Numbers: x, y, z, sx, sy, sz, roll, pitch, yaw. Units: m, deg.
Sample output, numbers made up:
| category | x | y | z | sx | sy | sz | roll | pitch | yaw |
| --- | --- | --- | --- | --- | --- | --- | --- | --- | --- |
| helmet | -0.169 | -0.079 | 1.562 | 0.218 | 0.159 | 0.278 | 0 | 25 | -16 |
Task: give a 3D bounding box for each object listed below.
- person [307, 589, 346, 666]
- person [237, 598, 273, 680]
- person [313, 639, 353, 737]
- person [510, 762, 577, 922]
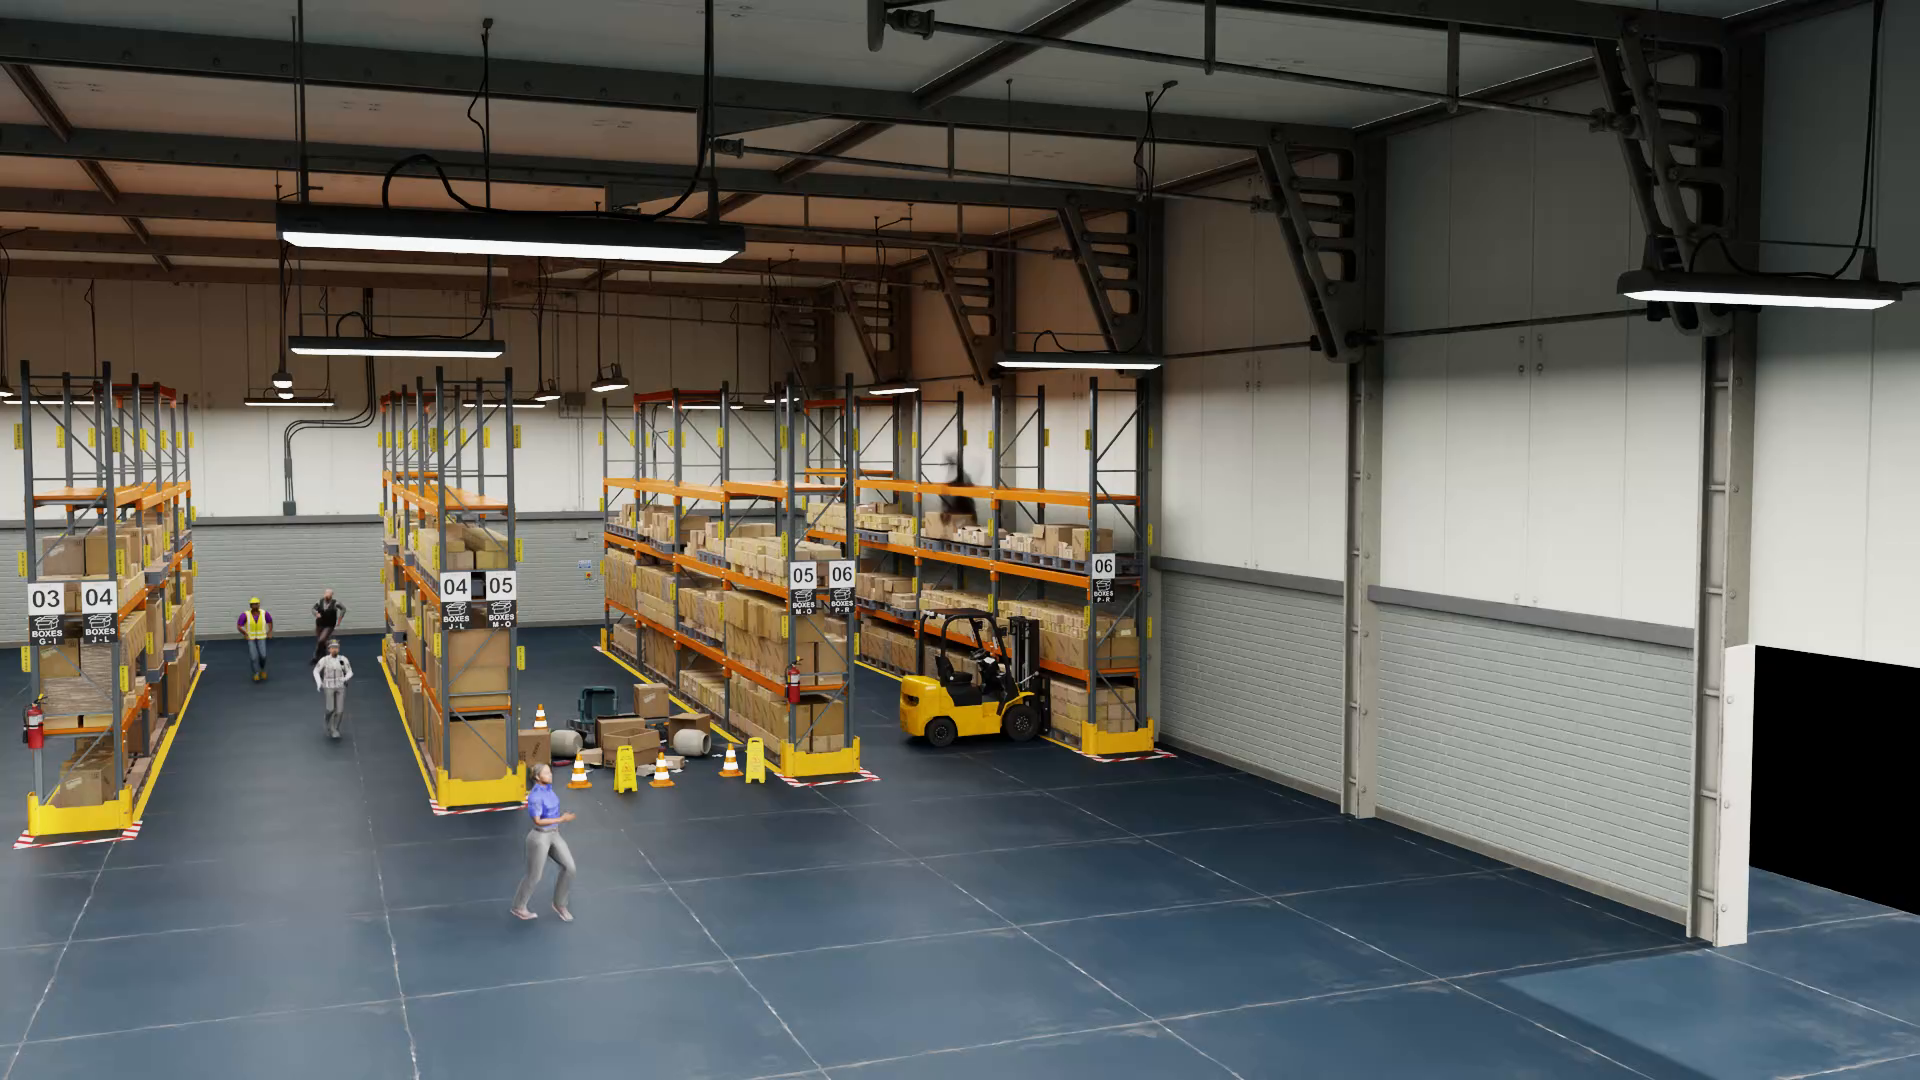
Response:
| category | x | y | z | sx | sy | sz | roll | pitch | yaw |
| --- | --- | --- | --- | --- | --- | --- | --- | --- | --- |
| person | -14.197 | 1.942 | 37.216 | 0.778 | 1.712 | 0.866 | 0 | 3 | 2 |
| person | -14.586 | 2.056 | 34.438 | 0.706 | 1.726 | 0.593 | -2 | 4 | -26 |
| person | -10.511 | 2.495 | 27.941 | 0.615 | 1.658 | 0.541 | -2 | 4 | -27 |
| person | -4.290 | 3.153 | 17.213 | 0.739 | 1.696 | 0.547 | 1 | 4 | 16 |
